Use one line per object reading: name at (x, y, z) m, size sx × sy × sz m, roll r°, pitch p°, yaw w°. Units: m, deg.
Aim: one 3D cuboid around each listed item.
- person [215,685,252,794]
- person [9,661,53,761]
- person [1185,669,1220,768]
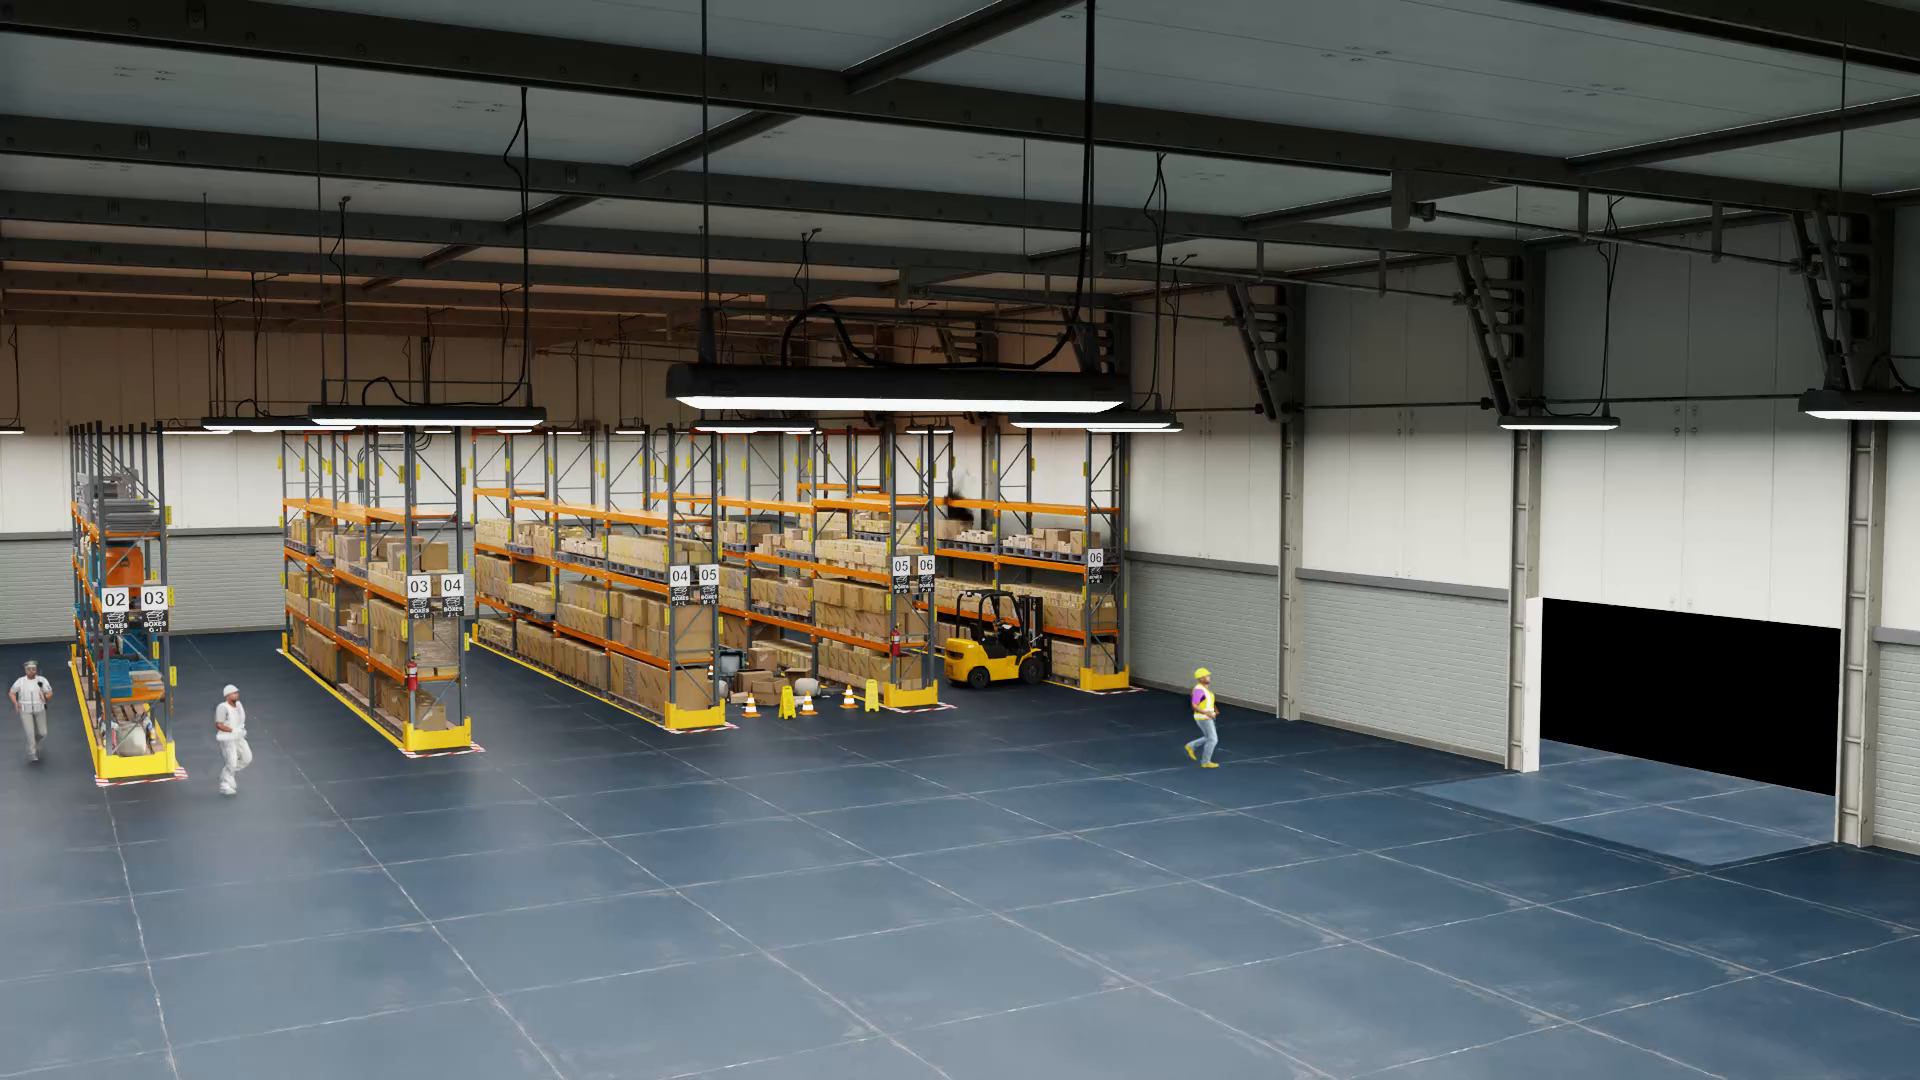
person at (-11.641, 3.194, 26.731) m, size 0.597 × 1.746 × 0.715 m, roll 1°, pitch 4°, yaw 13°
person at (-16.511, 3.018, 29.582) m, size 0.675 × 1.747 × 0.809 m, roll -2°, pitch 4°, yaw -35°
person at (4.189, 3.082, 28.815) m, size 0.625 × 1.719 × 0.700 m, roll 1°, pitch 4°, yaw 20°
